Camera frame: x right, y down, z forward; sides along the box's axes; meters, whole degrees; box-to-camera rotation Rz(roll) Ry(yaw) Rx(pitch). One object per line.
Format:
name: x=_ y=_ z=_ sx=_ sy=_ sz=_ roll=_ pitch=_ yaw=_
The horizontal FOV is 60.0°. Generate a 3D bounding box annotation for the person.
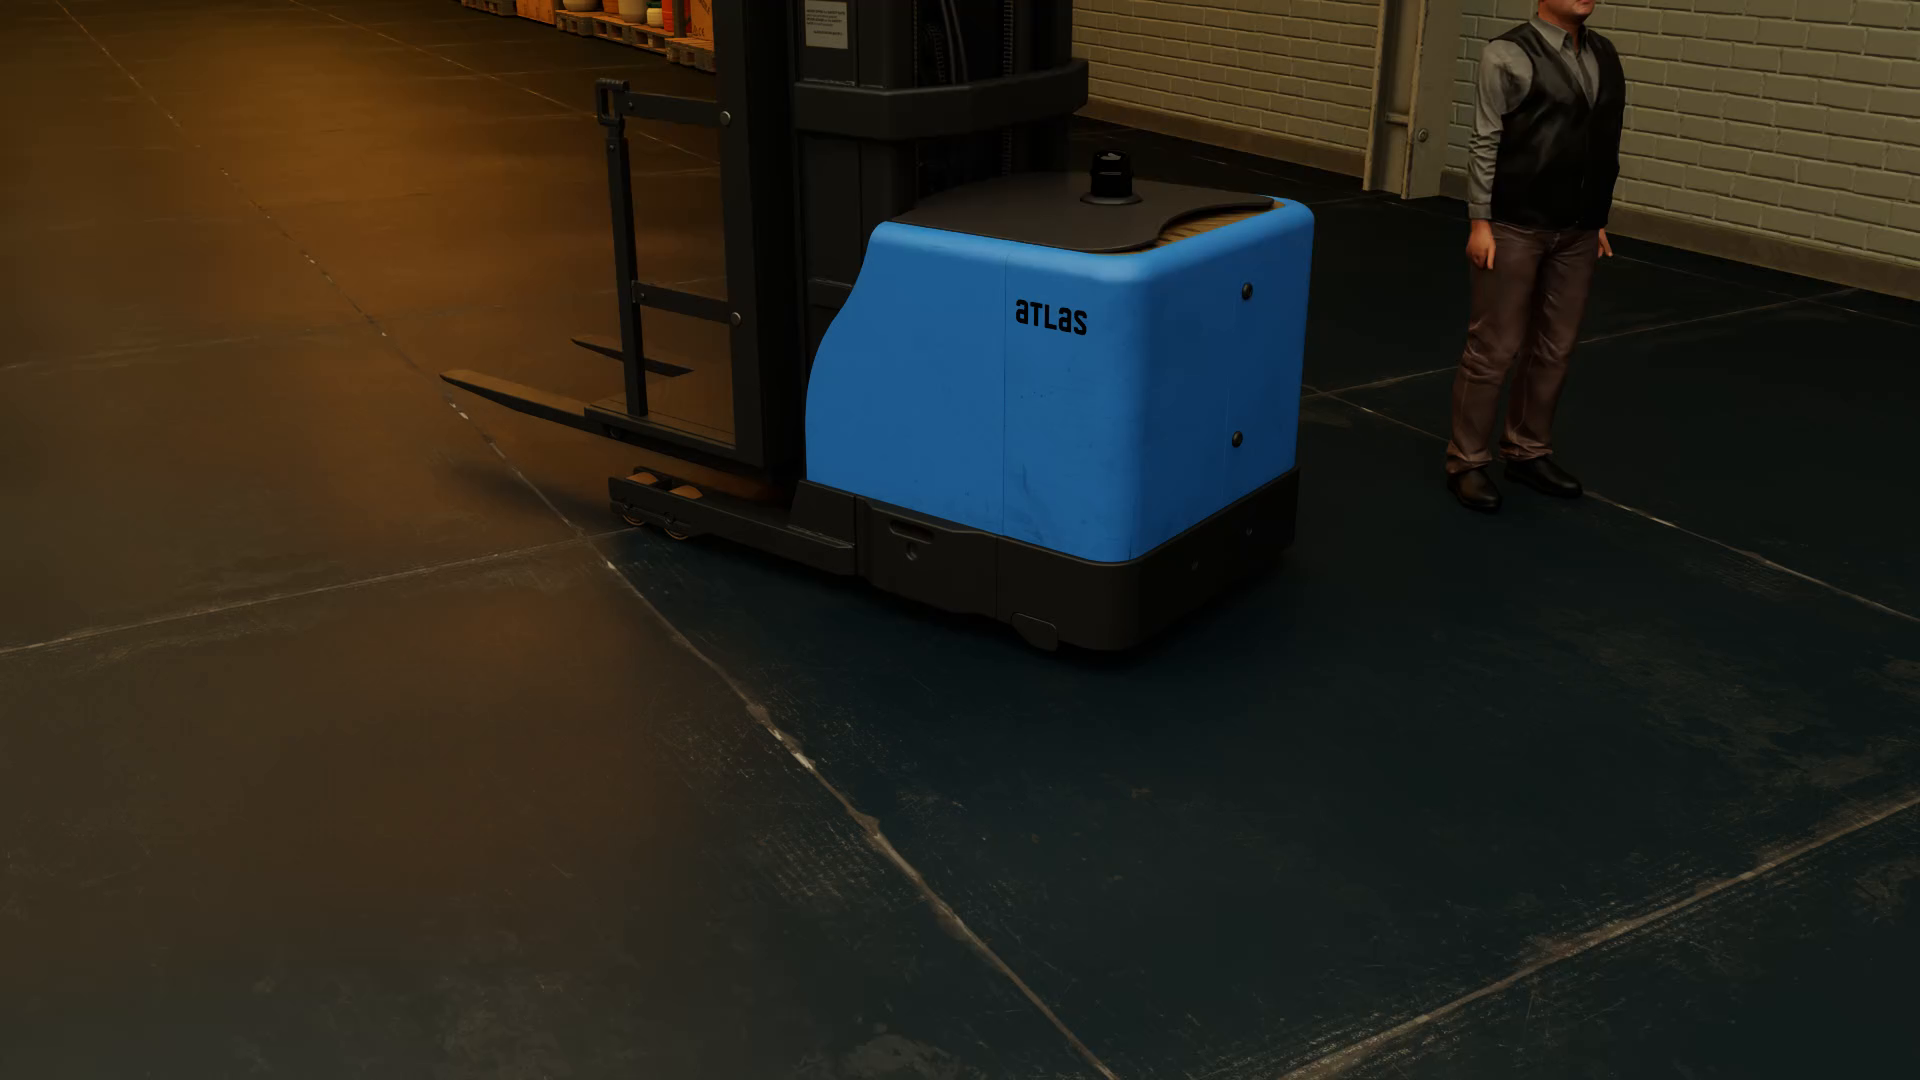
person: x=1.828 y=-0.970 z=5.236 sx=0.524 sy=1.723 sz=0.370 roll=-9 pitch=24 yaw=-21

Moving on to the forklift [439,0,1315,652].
forklift: x=-0.481 y=-1.497 z=4.922 sx=3.031 sy=2.935 sz=1.130 roll=16 pitch=27 yaw=34
